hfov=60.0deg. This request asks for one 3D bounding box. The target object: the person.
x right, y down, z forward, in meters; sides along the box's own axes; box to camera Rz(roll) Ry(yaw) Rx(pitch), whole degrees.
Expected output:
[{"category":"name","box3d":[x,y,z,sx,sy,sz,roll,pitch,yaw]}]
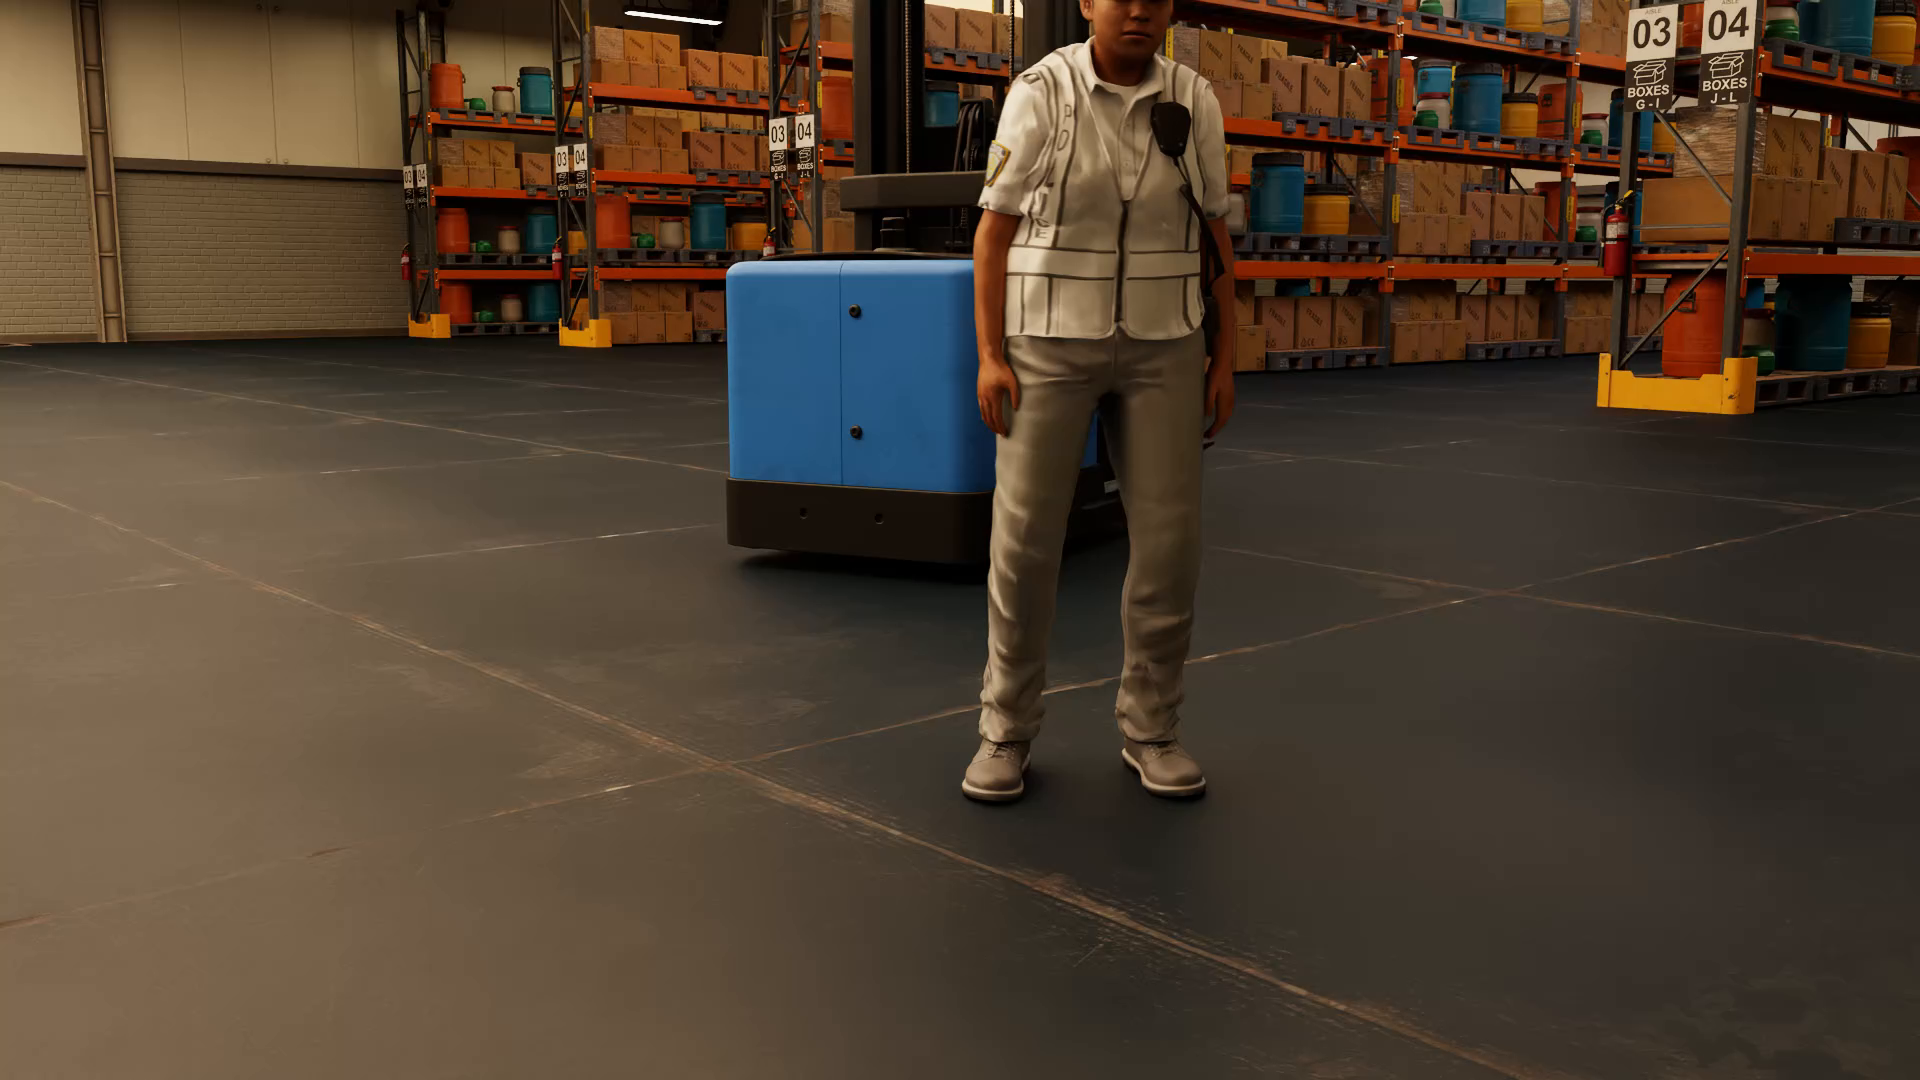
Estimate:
[{"category":"person","box3d":[0.275,-0.335,3.268,0.562,1.665,0.471,-1,9,-7]}]

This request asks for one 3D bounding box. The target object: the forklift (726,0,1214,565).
[{"category":"forklift","box3d":[0.275,-1.531,6.852,1.130,2.935,3.031,4,10,26]}]
